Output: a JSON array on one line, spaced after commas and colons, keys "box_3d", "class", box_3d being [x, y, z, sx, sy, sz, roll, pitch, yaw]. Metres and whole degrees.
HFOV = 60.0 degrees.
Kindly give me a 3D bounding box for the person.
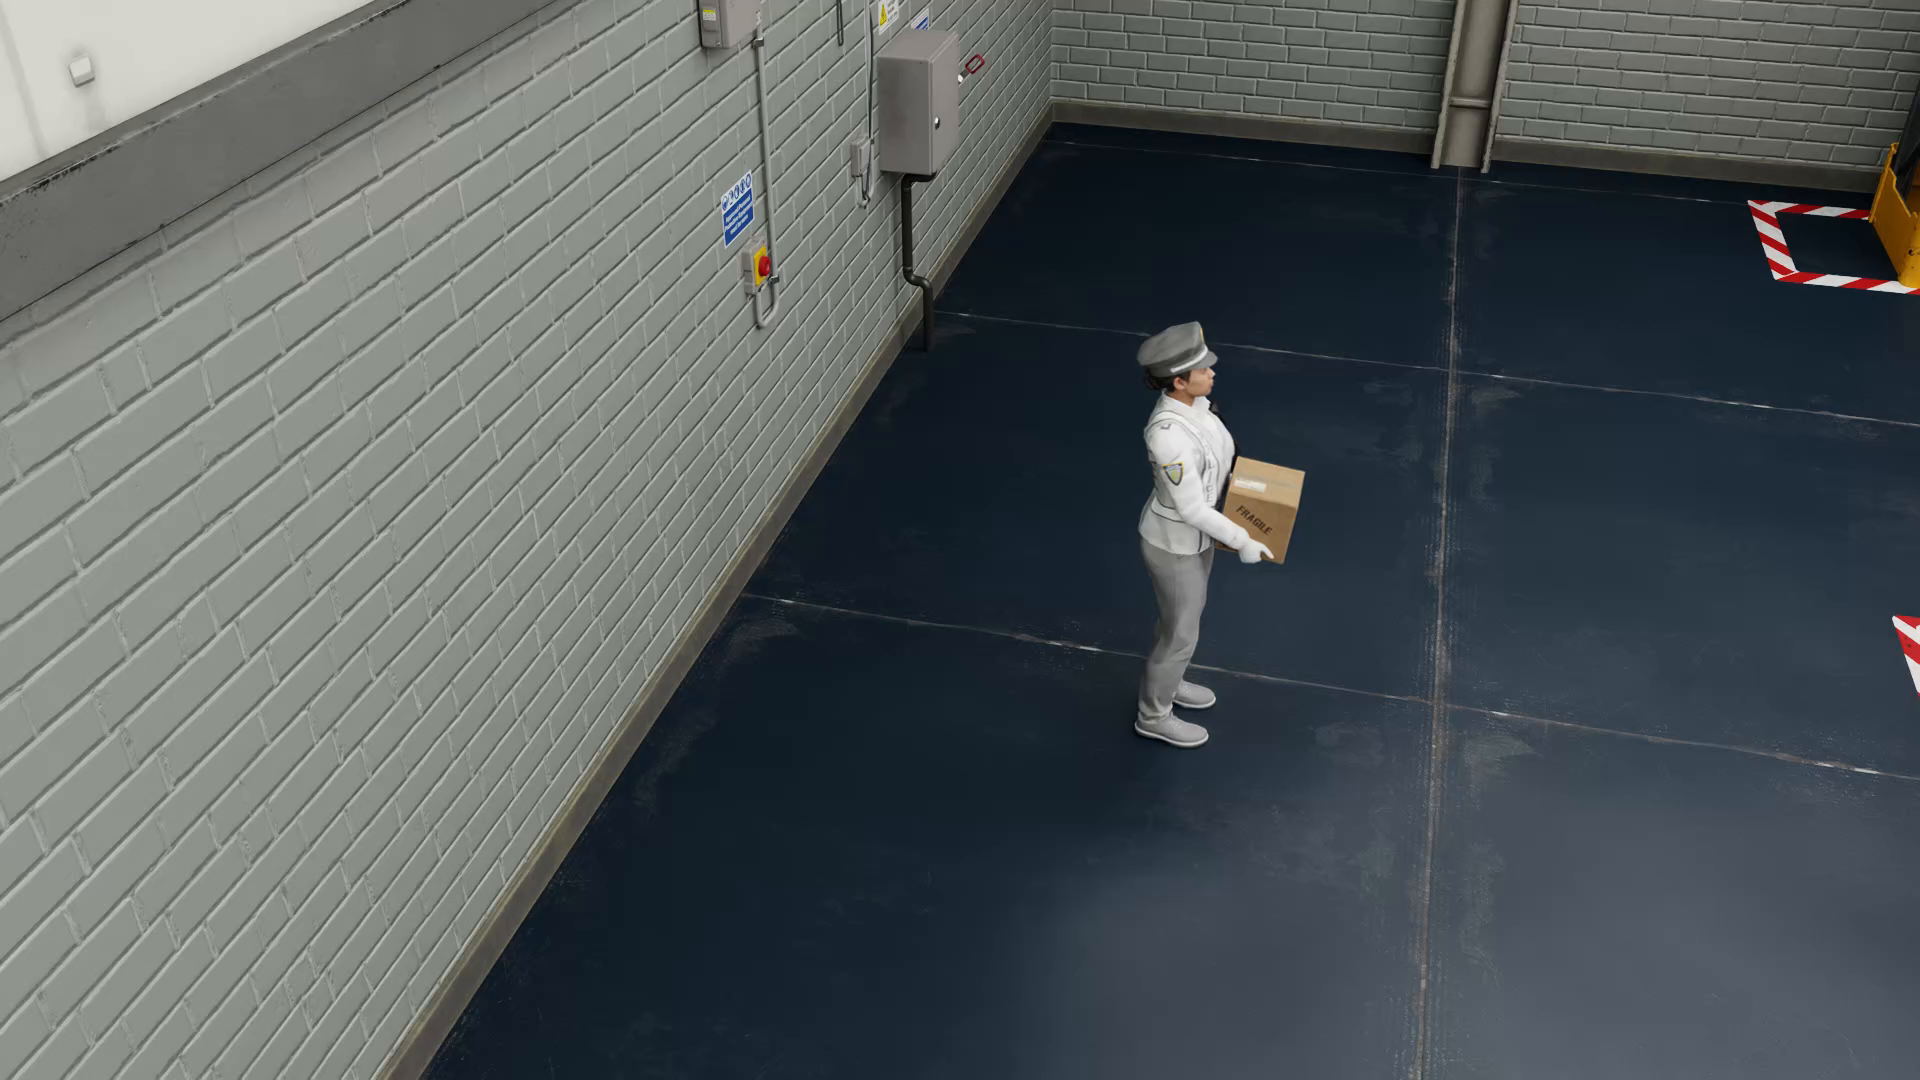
[{"box_3d": [0.883, -0.001, 6.119, 0.556, 1.686, 0.459, 9, 34, 13], "class": "person"}]
